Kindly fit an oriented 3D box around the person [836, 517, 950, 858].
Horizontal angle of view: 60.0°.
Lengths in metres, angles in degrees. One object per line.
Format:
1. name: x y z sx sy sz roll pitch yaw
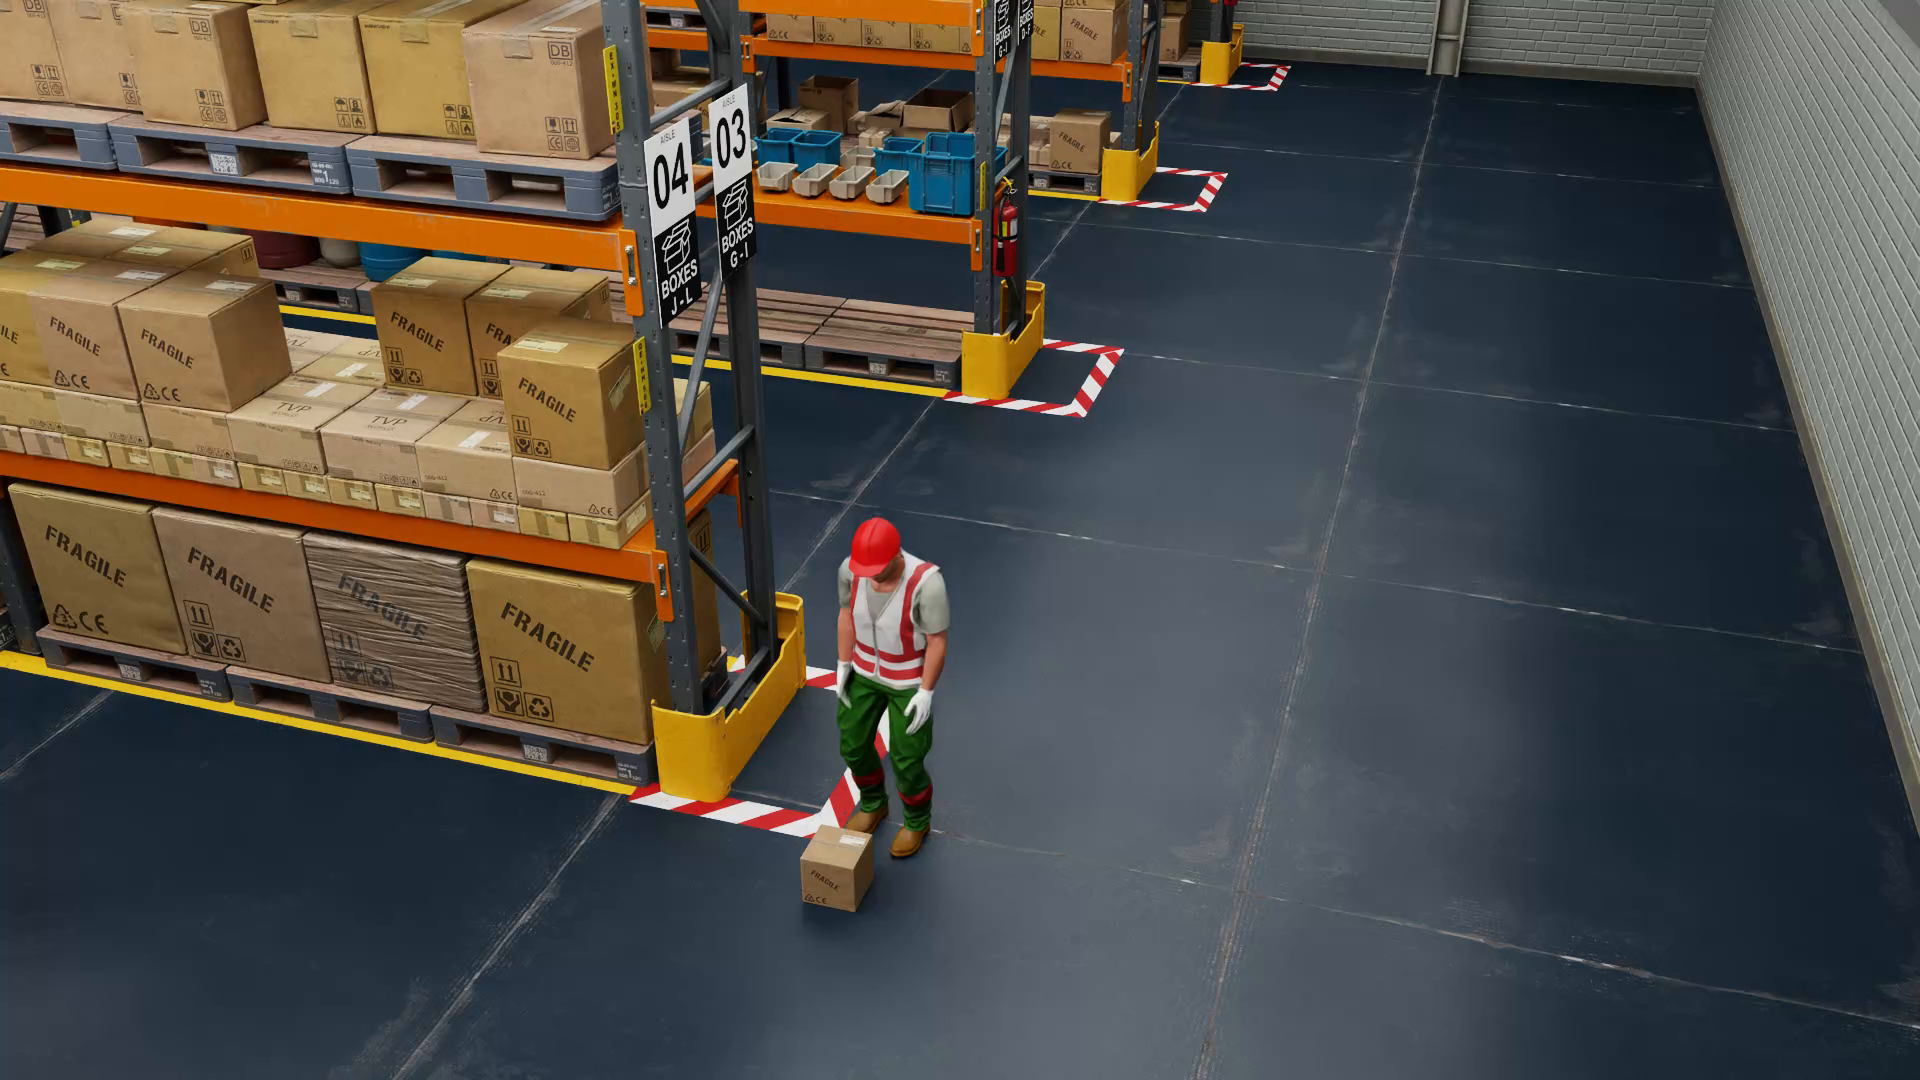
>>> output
1. person: -0.309 0.633 7.410 0.547 1.724 0.477 16 33 26
